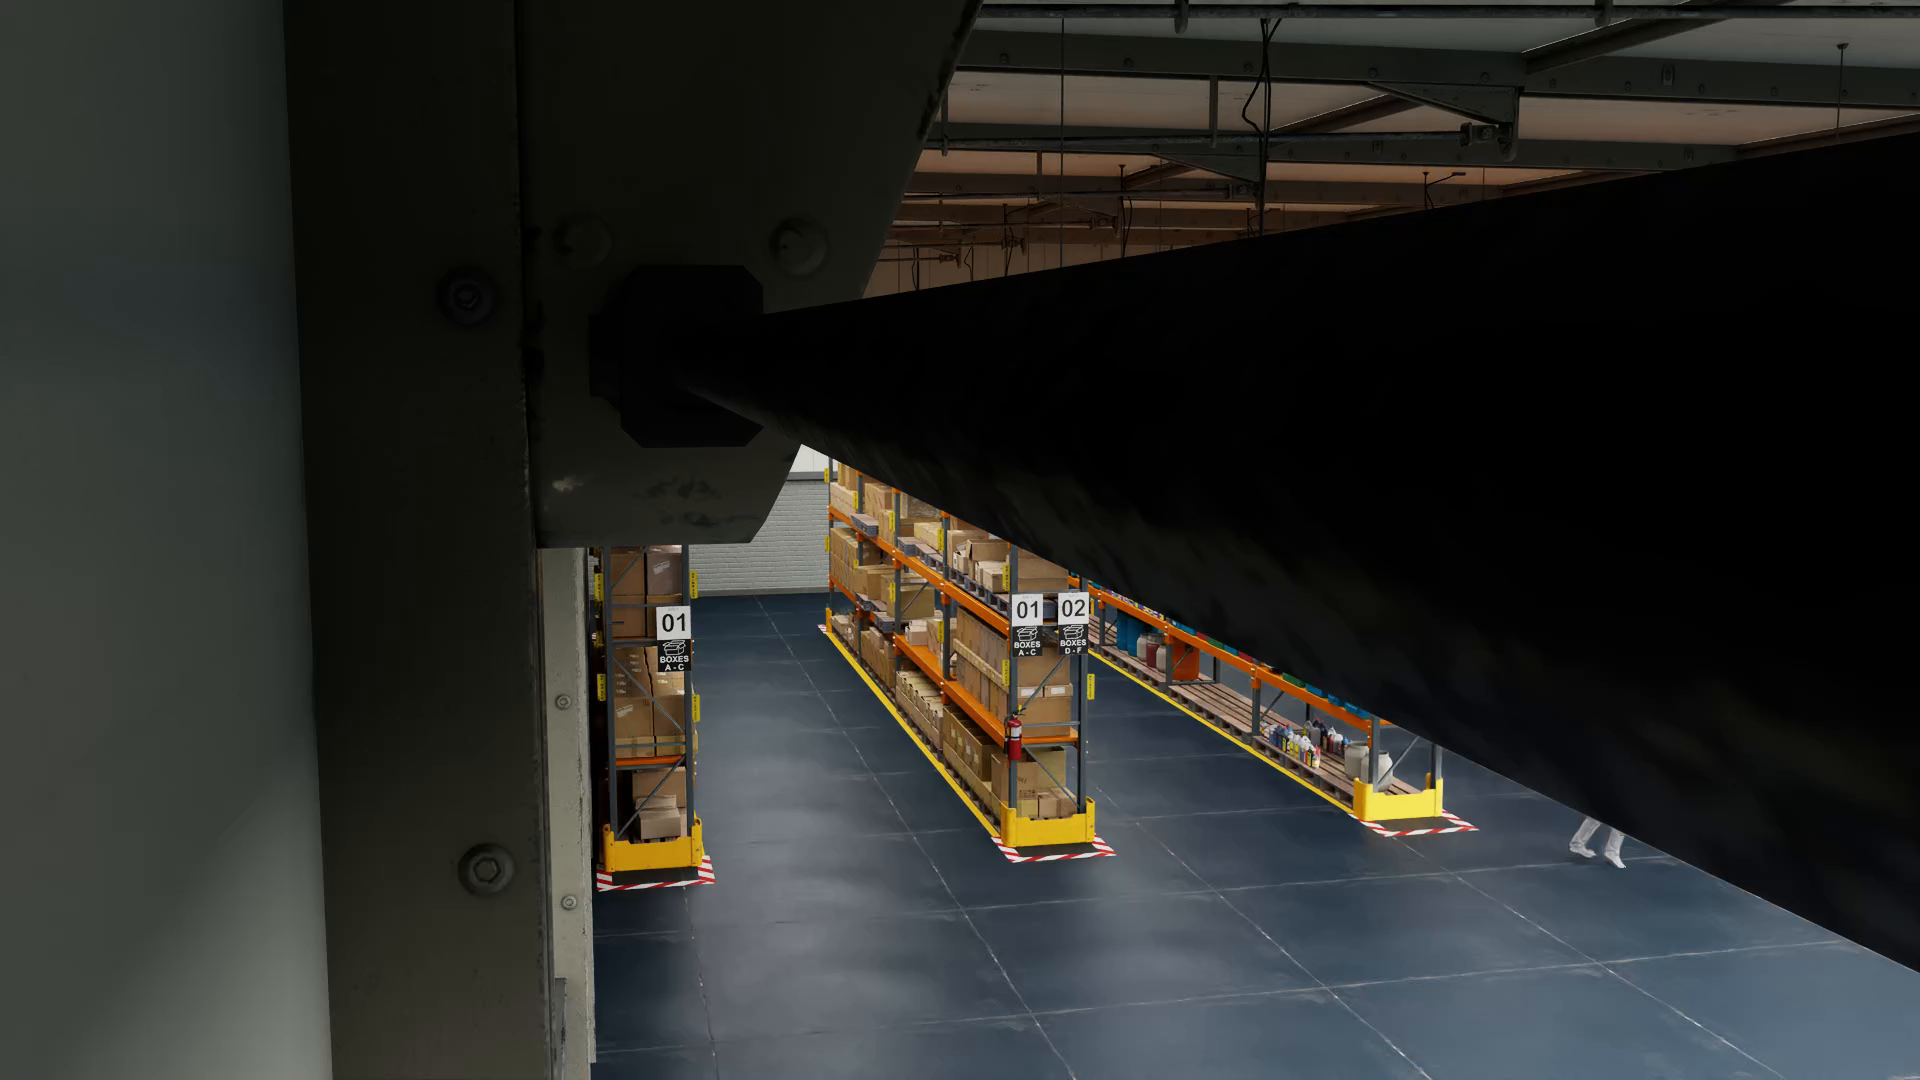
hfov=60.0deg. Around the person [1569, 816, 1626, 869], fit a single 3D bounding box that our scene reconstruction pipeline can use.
[{"bbox_3d":[7.830,3.066,20.190,0.753,1.831,0.627,2,7,14],"label":"person"}]
